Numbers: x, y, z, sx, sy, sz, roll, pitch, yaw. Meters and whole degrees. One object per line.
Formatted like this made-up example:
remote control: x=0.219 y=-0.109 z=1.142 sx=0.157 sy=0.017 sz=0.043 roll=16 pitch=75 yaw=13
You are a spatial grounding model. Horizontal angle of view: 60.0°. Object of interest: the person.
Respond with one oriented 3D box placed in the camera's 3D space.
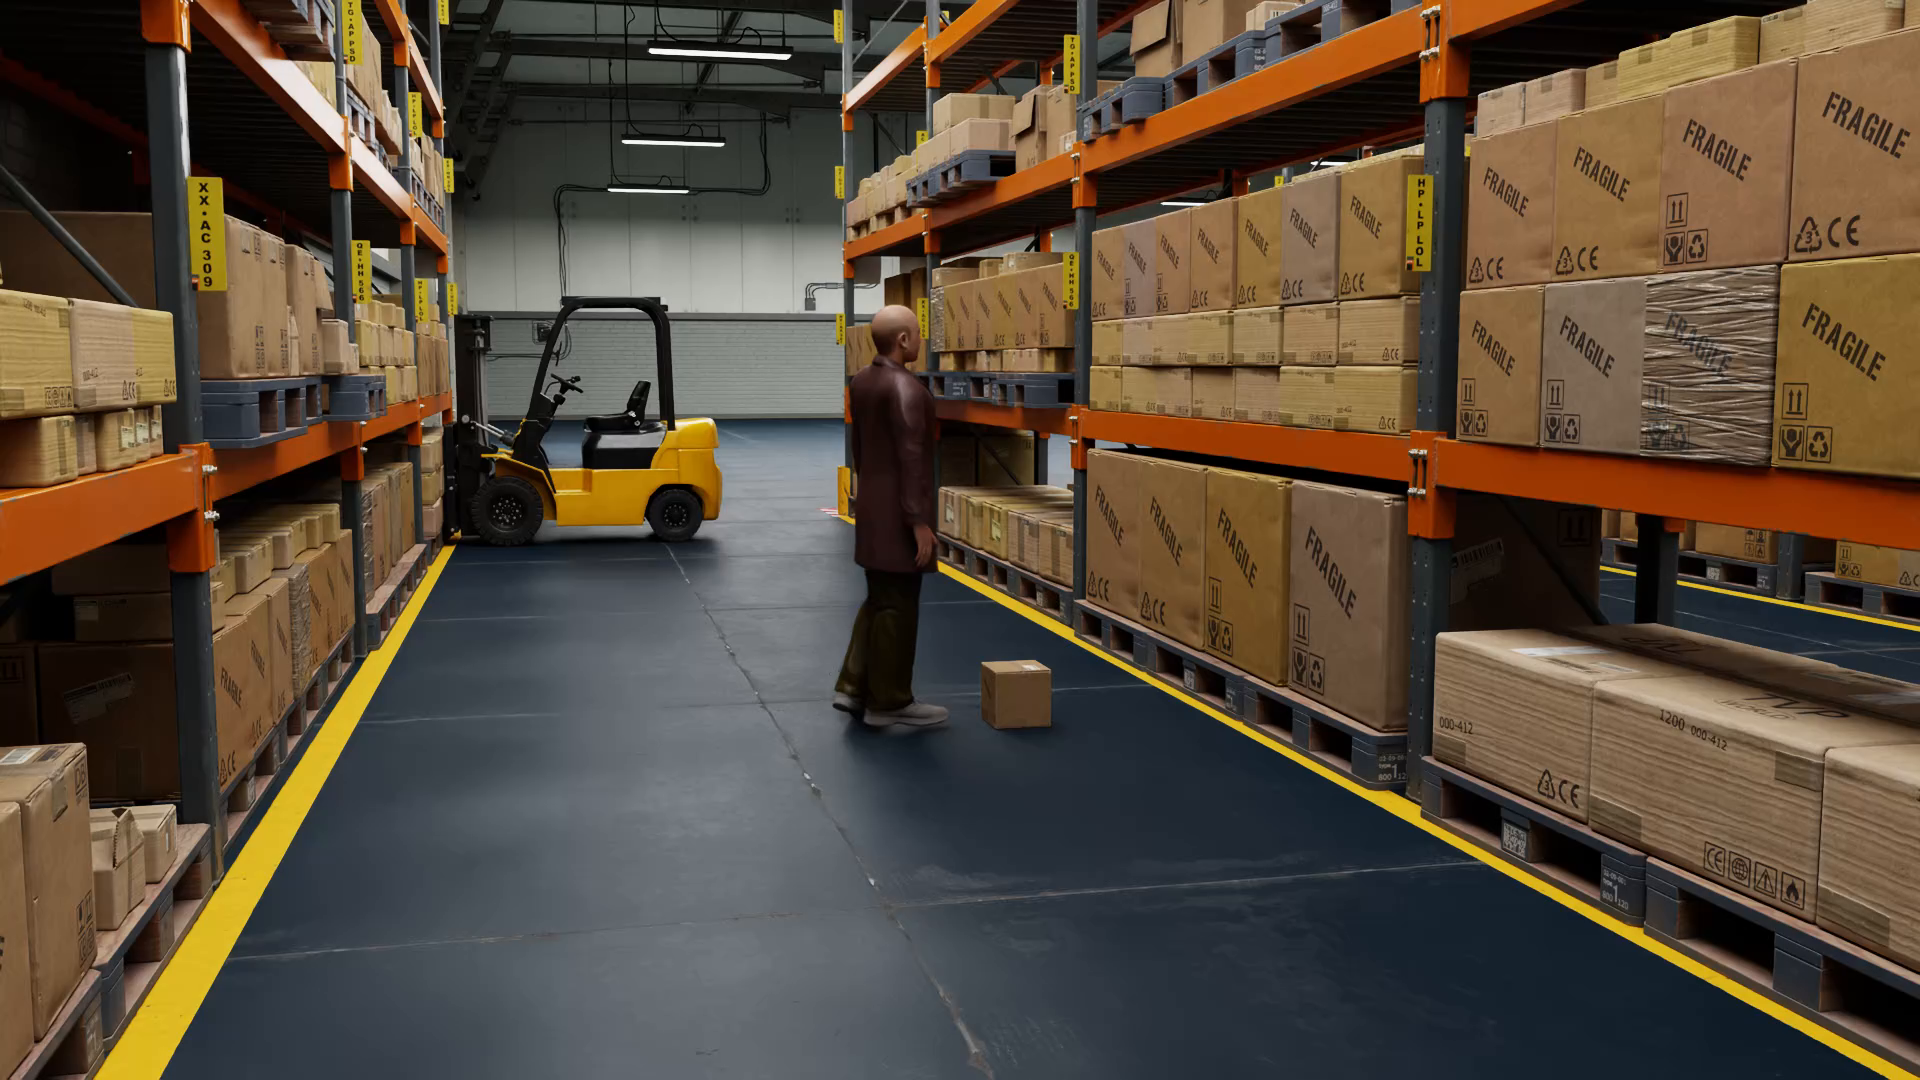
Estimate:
person: x=-0.289 y=-0.070 z=7.054 sx=0.459 sy=1.834 sz=0.634 roll=-3 pitch=7 yaw=-24
